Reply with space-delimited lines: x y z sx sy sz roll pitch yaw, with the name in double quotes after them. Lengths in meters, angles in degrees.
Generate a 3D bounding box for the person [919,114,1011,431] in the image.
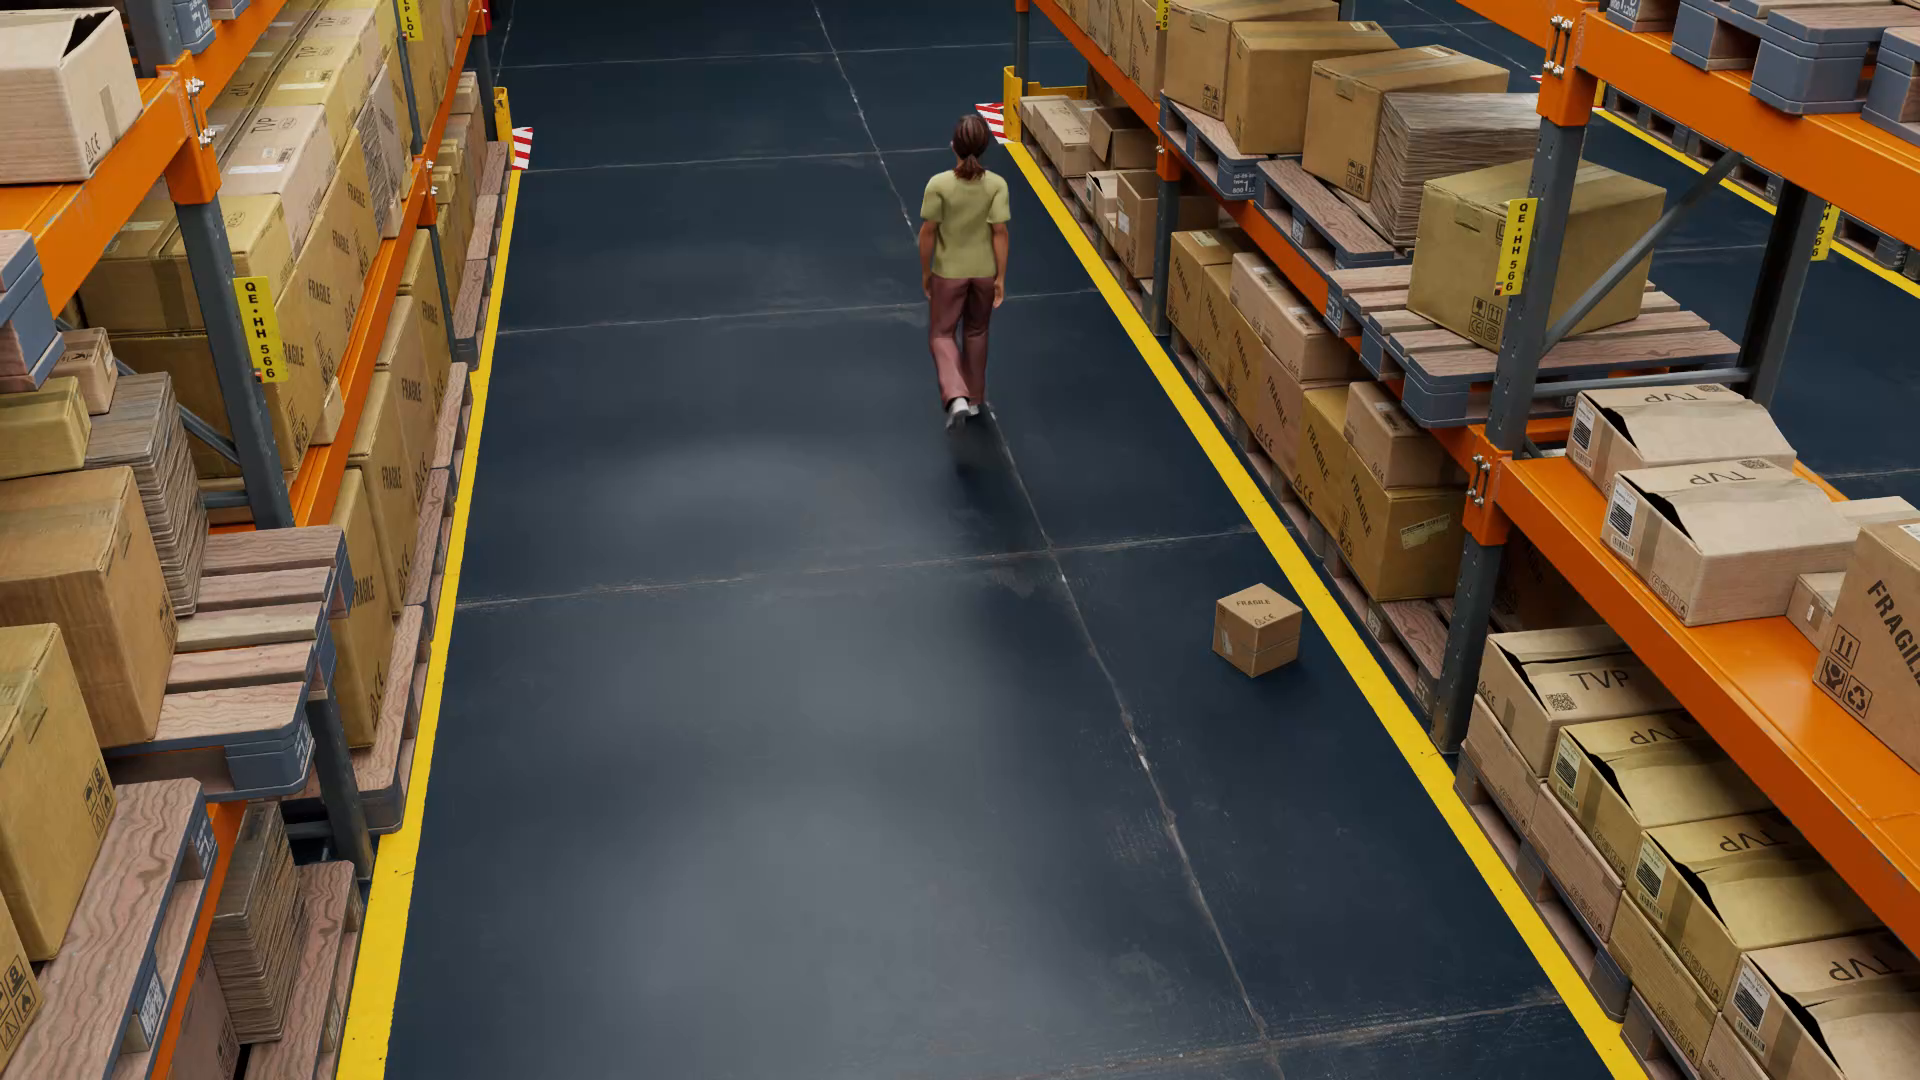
0.022 -1.311 8.318 0.446 1.642 0.798 -4 31 -6 "person"
